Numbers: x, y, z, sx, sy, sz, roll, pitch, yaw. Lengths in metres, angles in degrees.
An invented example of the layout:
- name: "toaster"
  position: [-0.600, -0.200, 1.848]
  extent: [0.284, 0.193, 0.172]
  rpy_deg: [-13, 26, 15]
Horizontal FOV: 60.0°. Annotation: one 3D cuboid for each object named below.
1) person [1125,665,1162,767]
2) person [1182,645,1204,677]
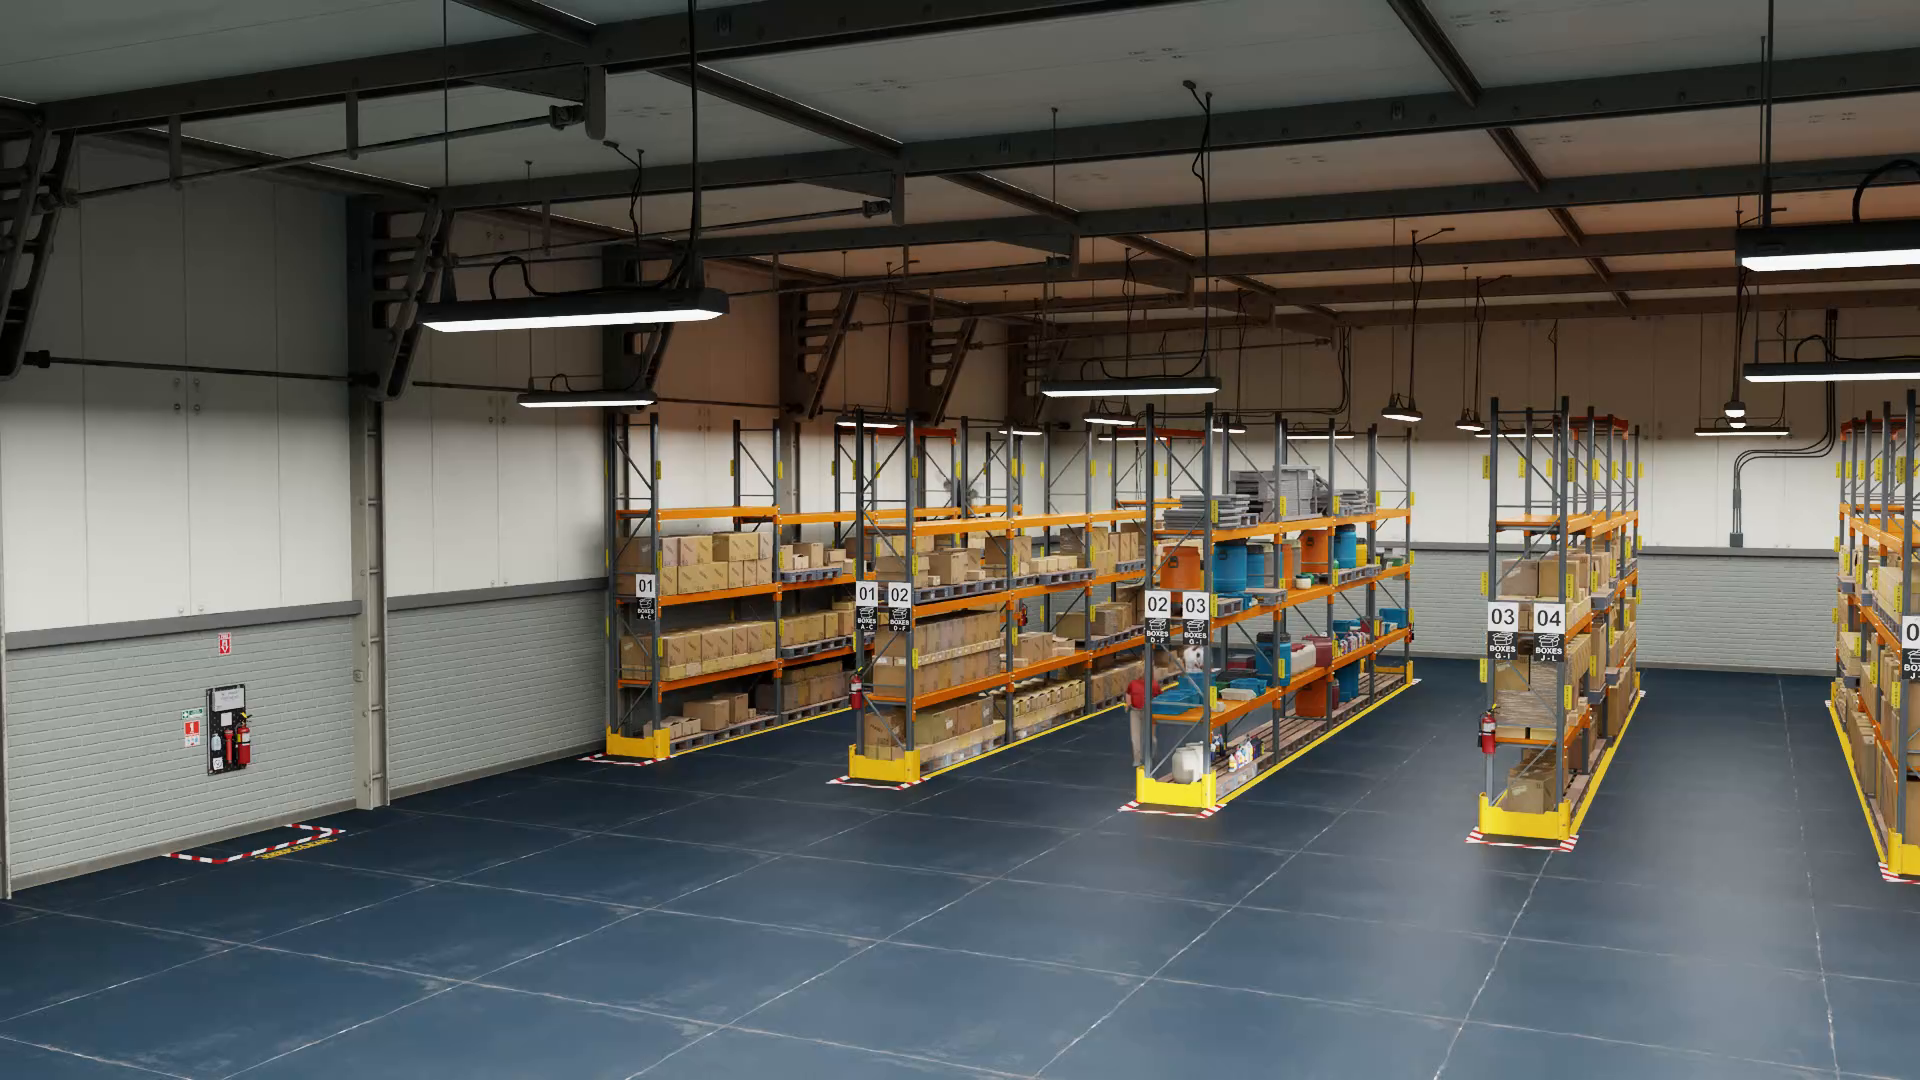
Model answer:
- name: "person"
  position: [3.107, 2.966, 28.235]
  extent: [0.675, 1.688, 0.830]
  rpy_deg: [1, 3, 20]
- name: "person"
  position: [4.700, 2.739, 33.258]
  extent: [0.576, 1.678, 0.892]
  rpy_deg: [1, 3, 18]
